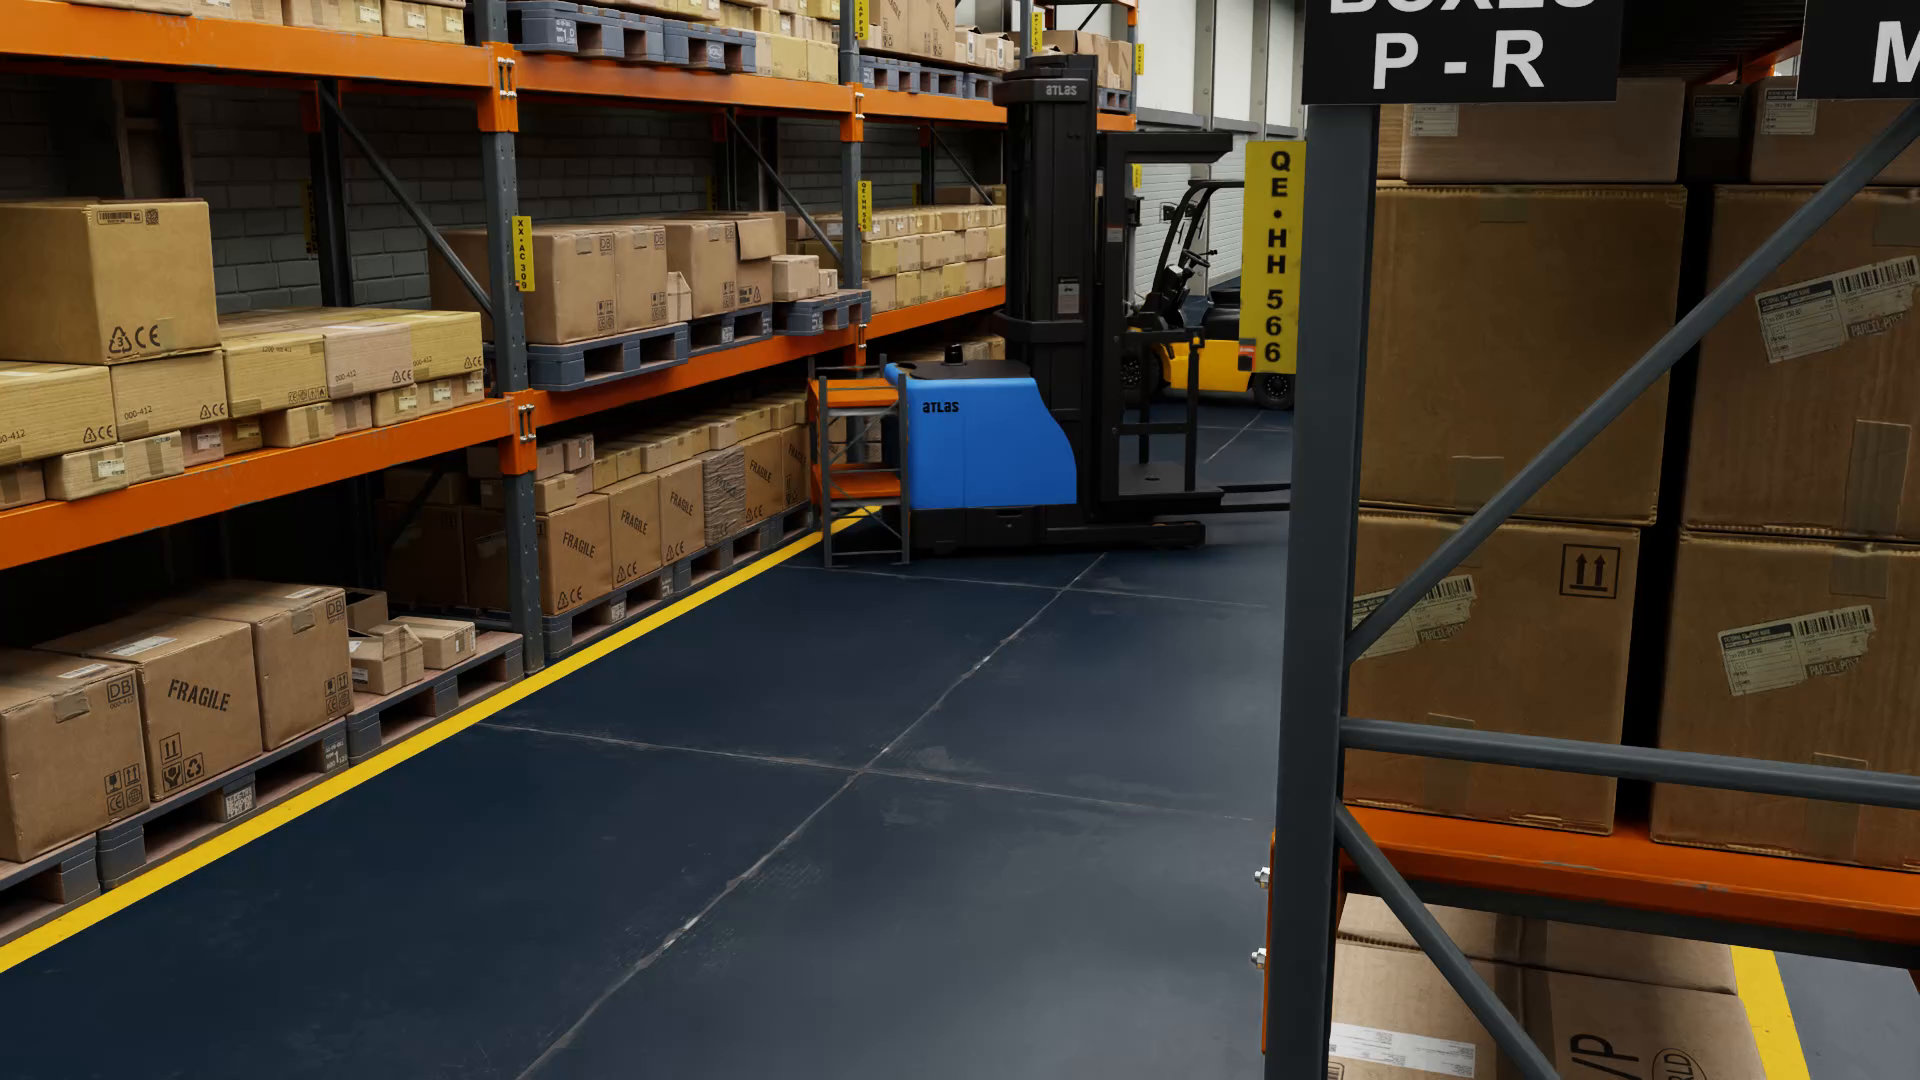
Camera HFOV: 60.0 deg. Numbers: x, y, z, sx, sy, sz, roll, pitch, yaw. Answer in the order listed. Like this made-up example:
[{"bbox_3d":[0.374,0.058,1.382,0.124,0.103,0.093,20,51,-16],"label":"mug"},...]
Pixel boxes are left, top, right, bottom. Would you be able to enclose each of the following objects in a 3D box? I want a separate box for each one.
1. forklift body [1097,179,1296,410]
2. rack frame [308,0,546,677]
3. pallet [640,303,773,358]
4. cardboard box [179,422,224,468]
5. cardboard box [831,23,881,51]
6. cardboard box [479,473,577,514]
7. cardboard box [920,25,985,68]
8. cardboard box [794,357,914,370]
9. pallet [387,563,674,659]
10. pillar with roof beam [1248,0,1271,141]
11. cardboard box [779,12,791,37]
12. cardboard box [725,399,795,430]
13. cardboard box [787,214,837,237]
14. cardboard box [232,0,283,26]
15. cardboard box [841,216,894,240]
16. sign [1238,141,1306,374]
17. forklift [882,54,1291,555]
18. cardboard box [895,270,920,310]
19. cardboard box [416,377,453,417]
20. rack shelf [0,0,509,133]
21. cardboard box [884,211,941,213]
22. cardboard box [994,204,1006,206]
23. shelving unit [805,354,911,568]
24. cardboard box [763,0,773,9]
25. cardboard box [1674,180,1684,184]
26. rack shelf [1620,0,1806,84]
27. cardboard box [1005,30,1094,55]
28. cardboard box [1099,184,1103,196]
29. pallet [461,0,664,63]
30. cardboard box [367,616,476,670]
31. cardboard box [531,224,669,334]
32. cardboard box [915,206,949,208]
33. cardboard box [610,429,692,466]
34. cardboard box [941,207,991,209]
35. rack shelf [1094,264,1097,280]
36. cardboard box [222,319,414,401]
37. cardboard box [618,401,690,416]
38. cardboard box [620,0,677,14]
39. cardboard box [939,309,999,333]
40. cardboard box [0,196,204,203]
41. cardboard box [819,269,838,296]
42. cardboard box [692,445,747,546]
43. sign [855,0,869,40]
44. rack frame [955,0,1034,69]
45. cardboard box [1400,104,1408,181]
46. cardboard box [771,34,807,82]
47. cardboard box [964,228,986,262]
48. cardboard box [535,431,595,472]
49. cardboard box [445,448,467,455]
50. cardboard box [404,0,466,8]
[{"bbox_3d":[2.552,-2.459,16.429,2.313,2.155,1.214,4,14,18],"label":"forklift body"},{"bbox_3d":[-2.443,-0.877,7.589,1.000,3.000,0.127,4,14,18],"label":"rack frame"},{"bbox_3d":[-1.774,-1.216,9.505,1.003,0.211,1.213,4,14,18],"label":"pallet"},{"bbox_3d":[-2.824,-0.346,5.825,0.380,0.149,0.250,4,14,18],"label":"cardboard box"},{"bbox_3d":[-0.749,-3.373,11.139,0.380,0.166,0.250,4,14,18],"label":"cardboard box"},{"bbox_3d":[-2.076,-0.236,7.995,0.380,0.149,0.250,5,14,21],"label":"cardboard box"},{"bbox_3d":[-0.107,-3.902,13.135,0.500,0.311,0.500,4,13,16],"label":"cardboard box"},{"bbox_3d":[-0.731,-1.035,12.673,0.875,0.625,0.625,5,14,20],"label":"cardboard box"},{"bbox_3d":[-2.216,0.309,8.662,1.003,0.211,1.213,4,14,18],"label":"pallet"},{"bbox_3d":[10.258,-9.727,32.880,9.100,9.000,0.400,4,14,18],"label":"pillar with roof beam"},{"bbox_3d":[-1.248,-3.104,10.047,0.380,0.149,0.250,5,14,20],"label":"cardboard box"},{"bbox_3d":[-1.255,-0.787,10.412,0.380,0.149,0.250,4,13,17],"label":"cardboard box"},{"bbox_3d":[-1.115,-2.280,12.056,0.380,0.149,0.250,4,14,18],"label":"cardboard box"},{"bbox_3d":[-2.656,-1.907,5.926,0.380,0.149,0.250,5,14,20],"label":"cardboard box"},{"bbox_3d":[-0.682,-2.186,11.643,0.380,0.149,0.250,5,14,20],"label":"cardboard box"},{"bbox_3d":[0.451,-0.400,2.366,0.100,0.325,0.005,4,14,18],"label":"sign"},{"bbox_3d":[1.058,-1.478,10.375,3.031,2.935,1.130,-2,13,-10],"label":"forklift"},{"bbox_3d":[-0.607,-1.827,12.090,0.500,0.250,0.500,4,13,17],"label":"cardboard box"},{"bbox_3d":[-2.371,-0.613,6.996,0.380,0.149,0.250,5,14,20],"label":"cardboard box"},{"bbox_3d":[-3.091,-1.567,5.490,1.077,0.370,4.000,4,14,18],"label":"rack shelf"},{"bbox_3d":[-0.367,-2.464,12.861,0.380,0.149,0.250,4,14,18],"label":"cardboard box"},{"bbox_3d":[0.497,-2.974,15.097,0.380,0.149,0.250,4,13,18],"label":"cardboard box"},{"bbox_3d":[-0.630,-0.509,10.140,0.538,1.125,1.048,-3,13,-8],"label":"shelving unit"},{"bbox_3d":[-1.326,-3.196,9.782,0.380,0.149,0.250,4,13,18],"label":"cardboard box"},{"bbox_3d":[1.546,-0.404,3.046,0.500,0.500,0.500,4,13,17],"label":"cardboard box"},{"bbox_3d":[1.607,-1.211,3.928,1.077,0.370,4.000,4,14,18],"label":"rack shelf"},{"bbox_3d":[0.875,-4.730,16.330,0.797,0.503,0.637,5,14,20],"label":"cardboard box"},{"bbox_3d":[1.283,-3.602,17.177,0.380,0.149,0.250,5,14,20],"label":"cardboard box"},{"bbox_3d":[-2.166,-2.380,7.856,1.213,0.211,1.003,4,14,18],"label":"pallet"},{"bbox_3d":[-2.346,0.447,7.253,0.380,0.149,0.250,4,13,17],"label":"cardboard box"},{"bbox_3d":[-1.908,-1.325,8.385,0.700,0.500,0.500,5,14,19],"label":"cardboard box"},{"bbox_3d":[-0.308,-2.815,14.398,0.380,0.149,0.250,4,13,17],"label":"cardboard box"},{"bbox_3d":[-1.712,-0.515,9.220,0.380,0.149,0.250,5,14,20],"label":"cardboard box"},{"bbox_3d":[0.049,-2.735,14.048,0.380,0.149,0.250,4,14,18],"label":"cardboard box"},{"bbox_3d":[0.792,-2.632,16.894,1.077,0.370,4.000,4,14,18],"label":"rack shelf"},{"bbox_3d":[-2.526,-0.717,6.559,0.500,0.250,0.500,4,14,19],"label":"cardboard box"},{"bbox_3d":[-1.905,-0.771,10.343,0.380,0.149,0.250,4,13,16],"label":"cardboard box"},{"bbox_3d":[-1.642,-2.720,8.319,0.380,0.149,0.250,4,14,18],"label":"cardboard box"},{"bbox_3d":[0.121,-2.031,15.632,0.500,0.250,0.500,5,14,20],"label":"cardboard box"},{"bbox_3d":[-3.177,-1.020,6.199,0.500,0.500,0.500,4,13,17],"label":"cardboard box"},{"bbox_3d":[-0.999,-1.635,10.533,0.380,0.149,0.250,5,14,19],"label":"cardboard box"},{"bbox_3d":[-1.572,-0.275,9.625,0.500,0.500,0.500,4,13,16],"label":"cardboard box"},{"bbox_3d":[-0.637,-3.394,10.715,0.100,0.325,0.005,4,14,18],"label":"sign"},{"bbox_3d":[0.145,-5.486,14.301,1.000,3.000,0.127,4,14,18],"label":"rack frame"},{"bbox_3d":[0.946,-0.676,2.778,0.380,0.149,0.250,5,14,19],"label":"cardboard box"},{"bbox_3d":[-1.248,-2.877,9.948,0.500,0.250,0.500,4,14,19],"label":"cardboard box"},{"bbox_3d":[-0.103,-2.394,13.450,0.500,0.250,0.500,5,14,20],"label":"cardboard box"},{"bbox_3d":[-2.037,-0.439,8.217,0.380,0.149,0.250,4,13,16],"label":"cardboard box"},{"bbox_3d":[-2.446,-0.385,8.650,0.380,0.149,0.250,5,14,19],"label":"cardboard box"},{"bbox_3d":[-2.363,-2.292,6.715,0.500,0.250,0.500,4,14,19],"label":"cardboard box"}]
